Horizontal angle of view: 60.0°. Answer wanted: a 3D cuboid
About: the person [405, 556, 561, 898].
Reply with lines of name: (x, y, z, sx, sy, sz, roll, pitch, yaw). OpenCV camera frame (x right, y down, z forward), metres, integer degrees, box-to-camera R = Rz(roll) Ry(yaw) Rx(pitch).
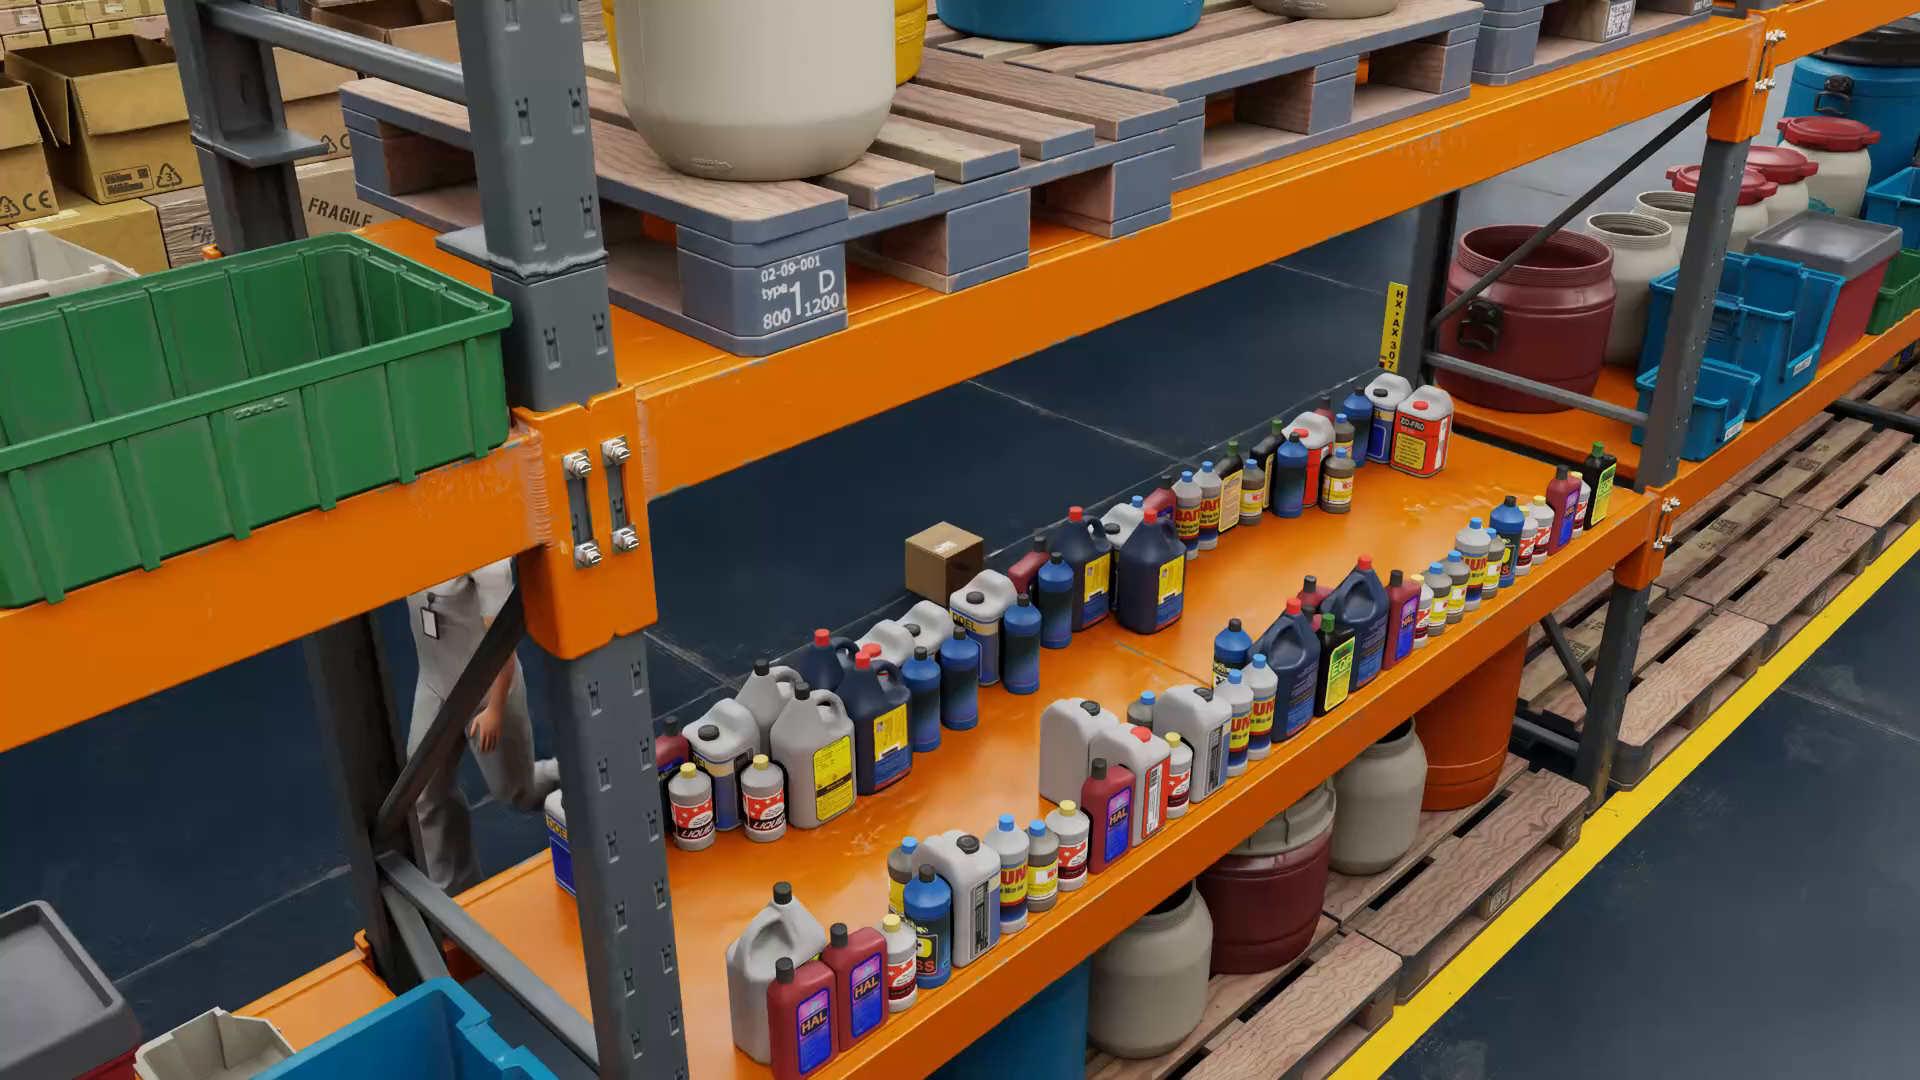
person: (-1.493, 0.436, 5.289, 0.452, 1.632, 0.886, 22, 35, 35)
